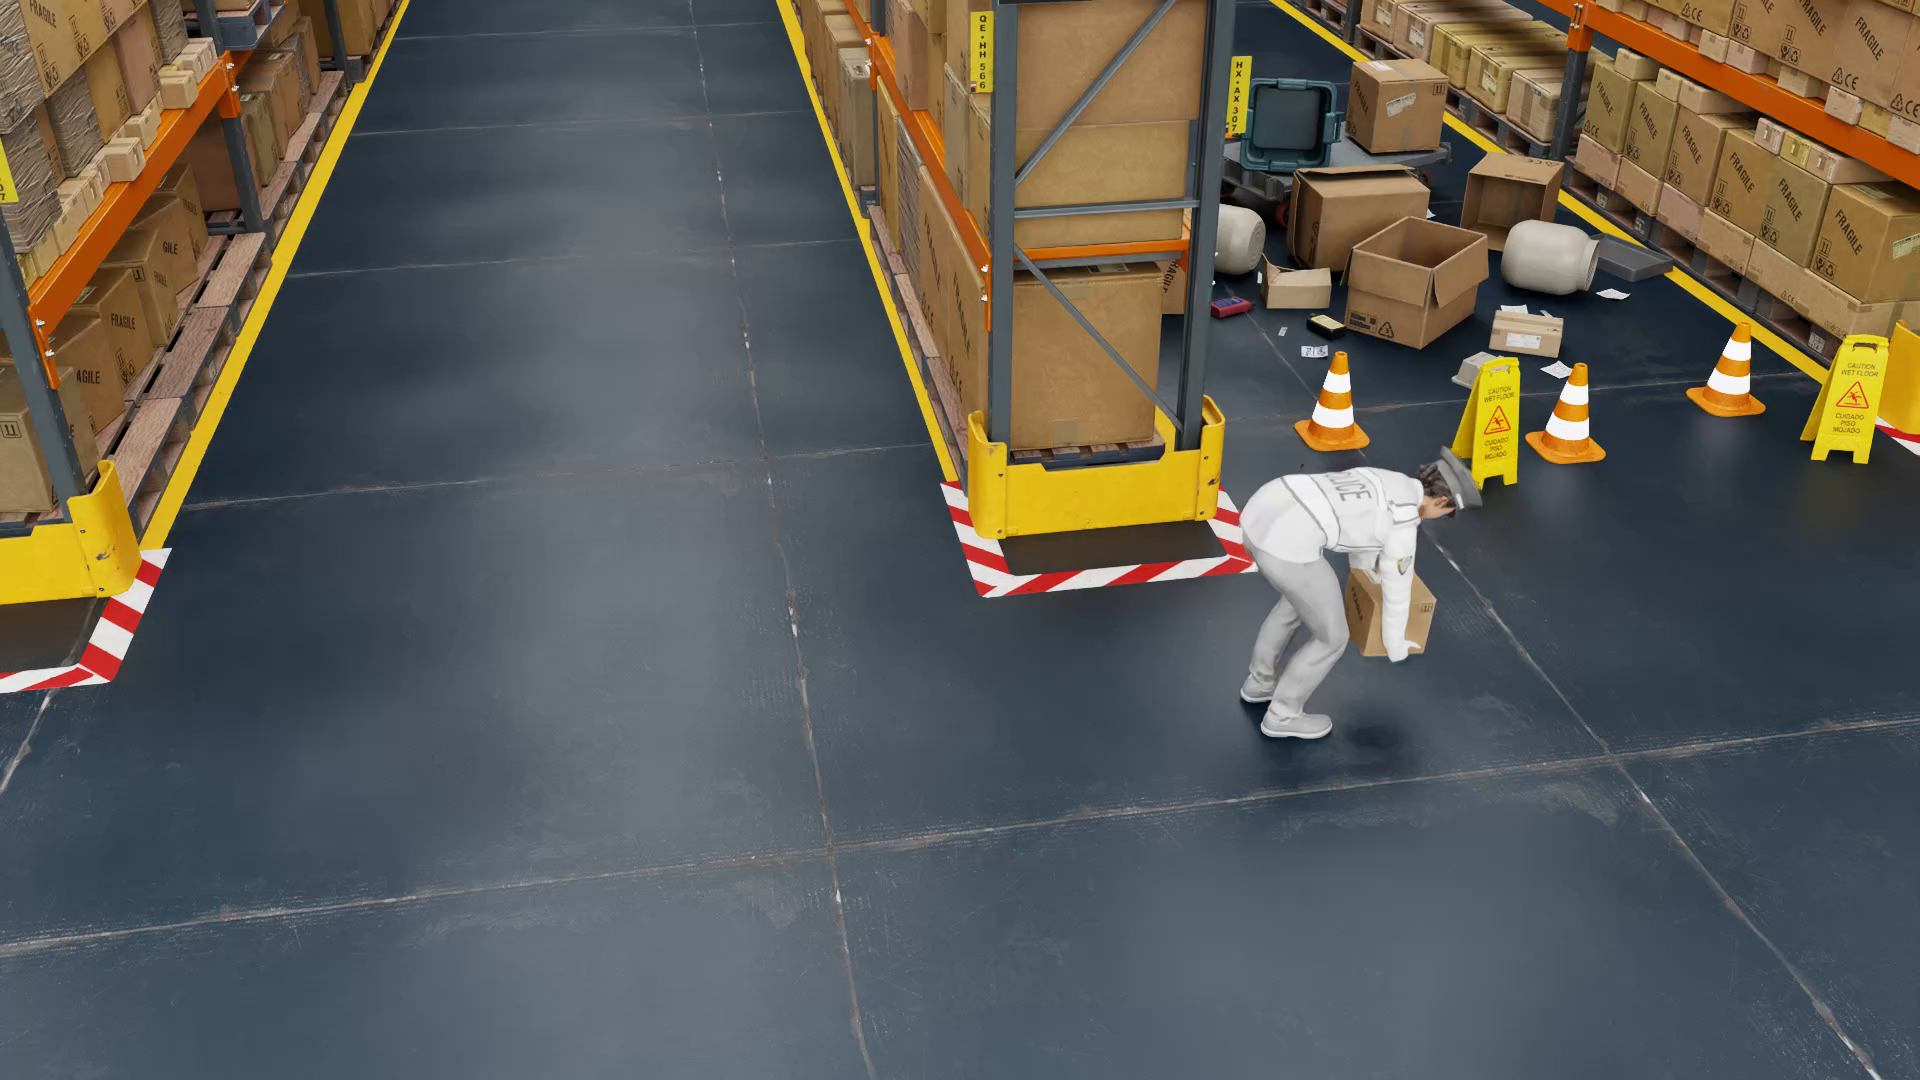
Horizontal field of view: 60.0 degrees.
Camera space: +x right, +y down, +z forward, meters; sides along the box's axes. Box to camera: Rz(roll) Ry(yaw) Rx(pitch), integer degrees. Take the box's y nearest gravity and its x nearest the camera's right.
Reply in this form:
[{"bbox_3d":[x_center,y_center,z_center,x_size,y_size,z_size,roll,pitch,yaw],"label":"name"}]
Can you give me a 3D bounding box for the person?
[{"bbox_3d":[1.504,0.192,6.357,0.926,1.108,0.417,-6,31,-11],"label":"person"}]
